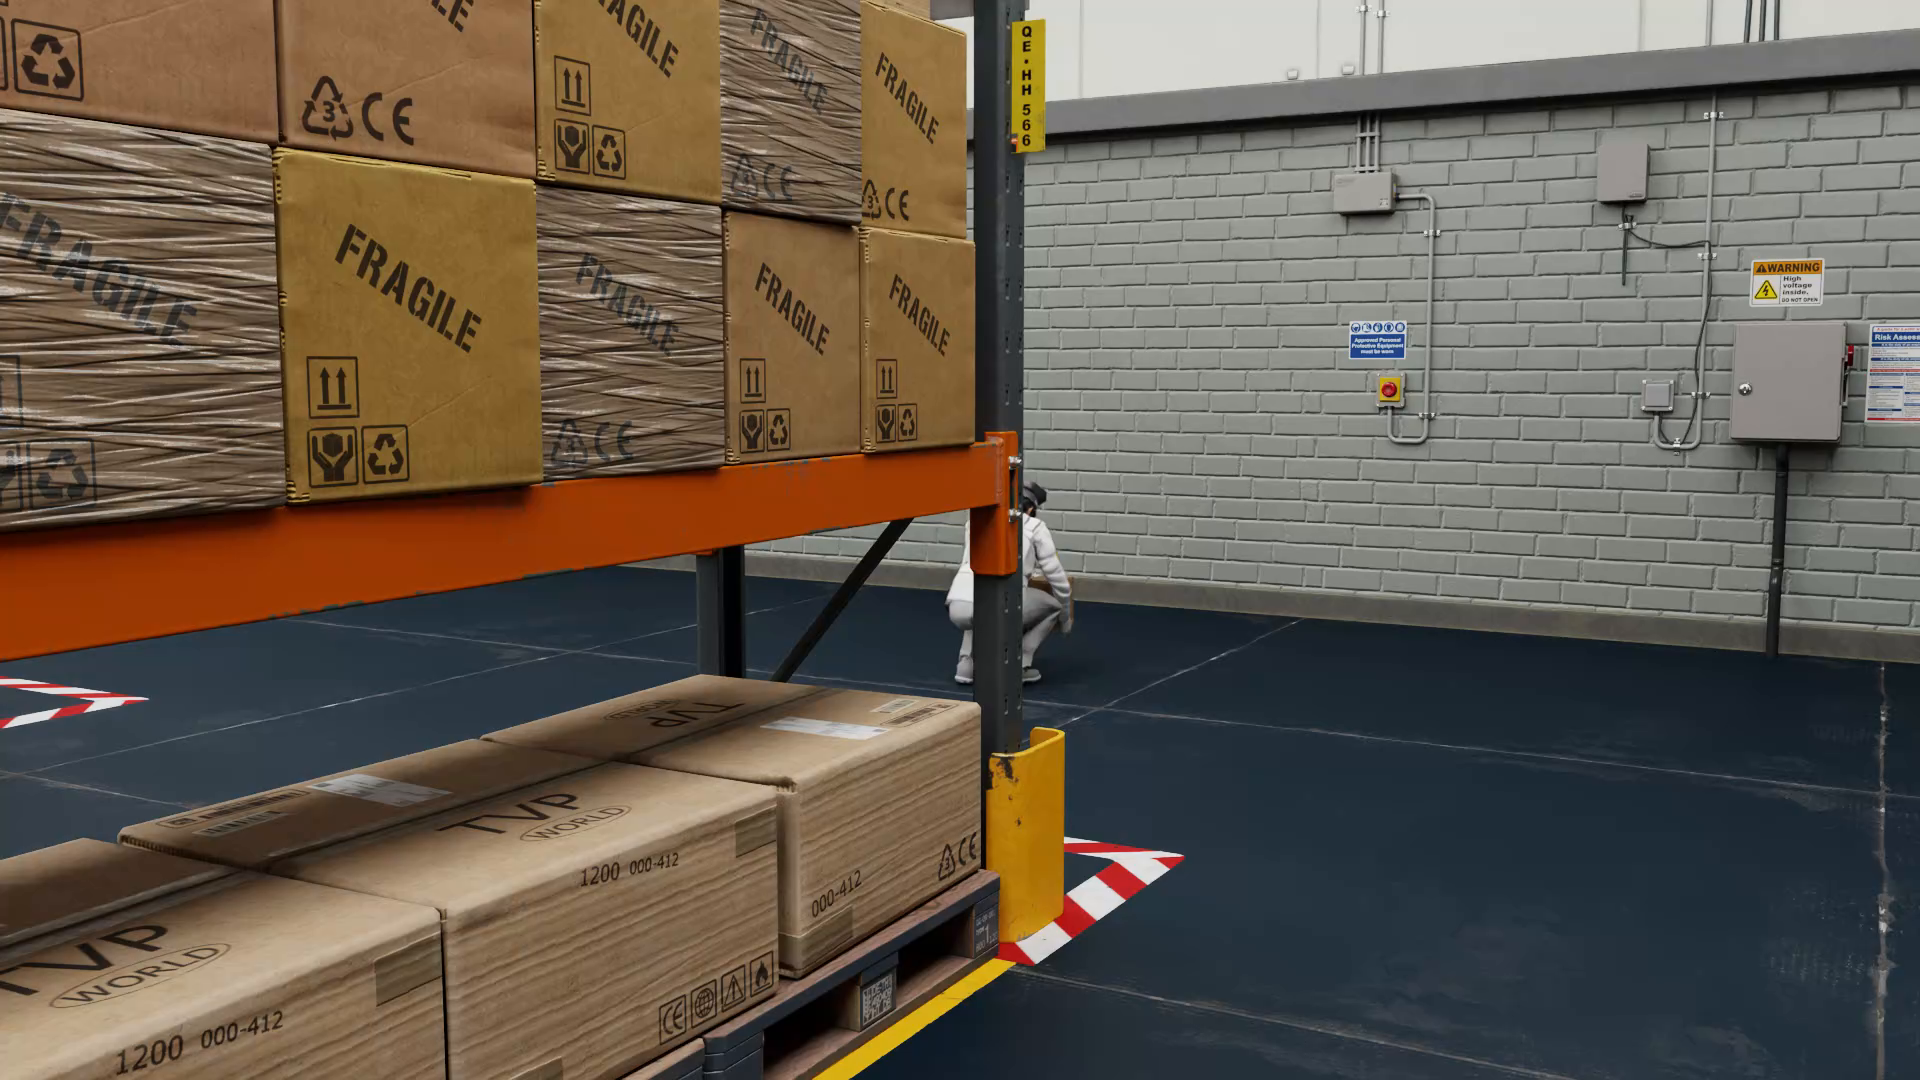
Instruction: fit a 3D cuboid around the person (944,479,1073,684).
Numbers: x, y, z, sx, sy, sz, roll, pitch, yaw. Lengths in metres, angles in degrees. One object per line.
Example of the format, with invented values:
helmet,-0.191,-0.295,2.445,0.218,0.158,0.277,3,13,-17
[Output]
person,0.240,0.194,7.935,0.494,0.965,0.831,3,7,28
